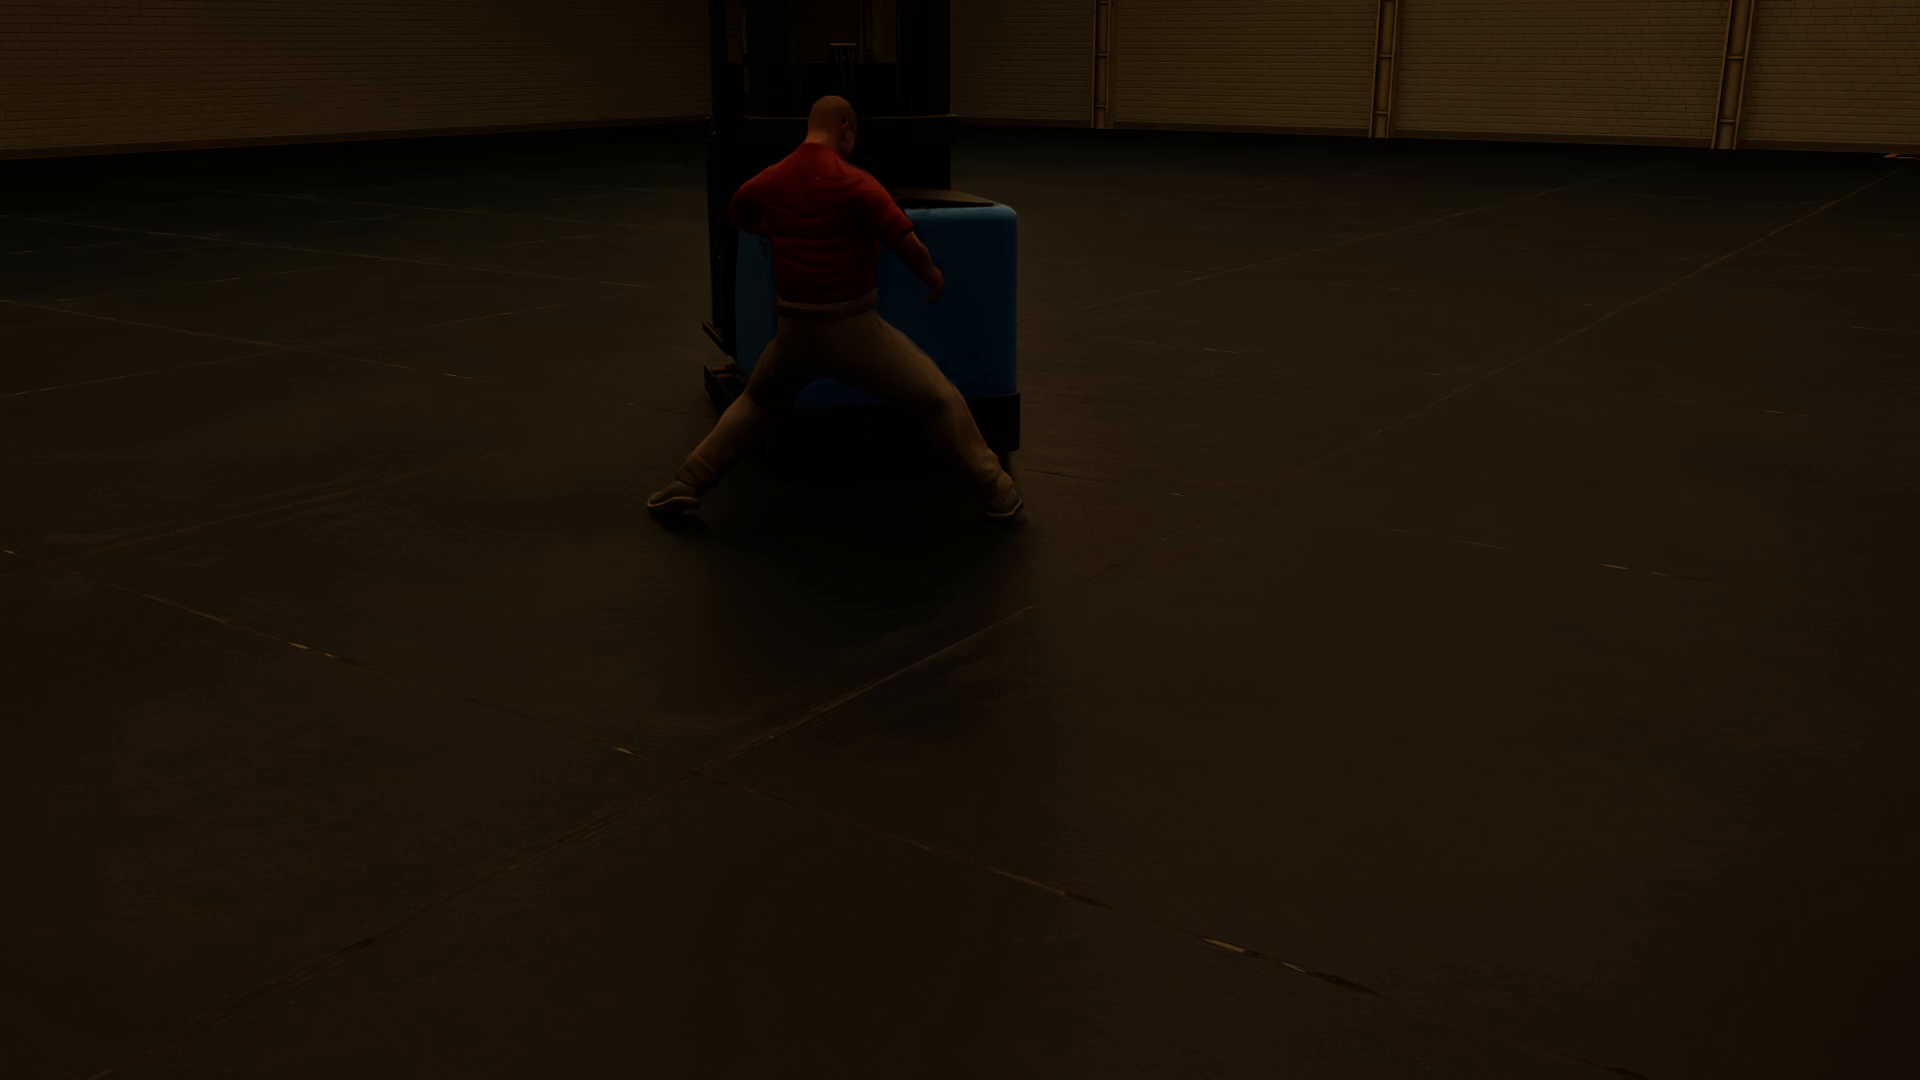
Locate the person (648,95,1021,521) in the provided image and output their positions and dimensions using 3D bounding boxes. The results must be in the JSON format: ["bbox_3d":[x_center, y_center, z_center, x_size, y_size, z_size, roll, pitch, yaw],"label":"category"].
[{"bbox_3d":[-0.457,-0.833,6.075,1.270,1.538,0.923,10,19,29],"label":"person"}]

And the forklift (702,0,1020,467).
[{"bbox_3d":[-0.649,-2.079,7.786,1.130,2.935,3.031,-5,17,-15],"label":"forklift"}]
